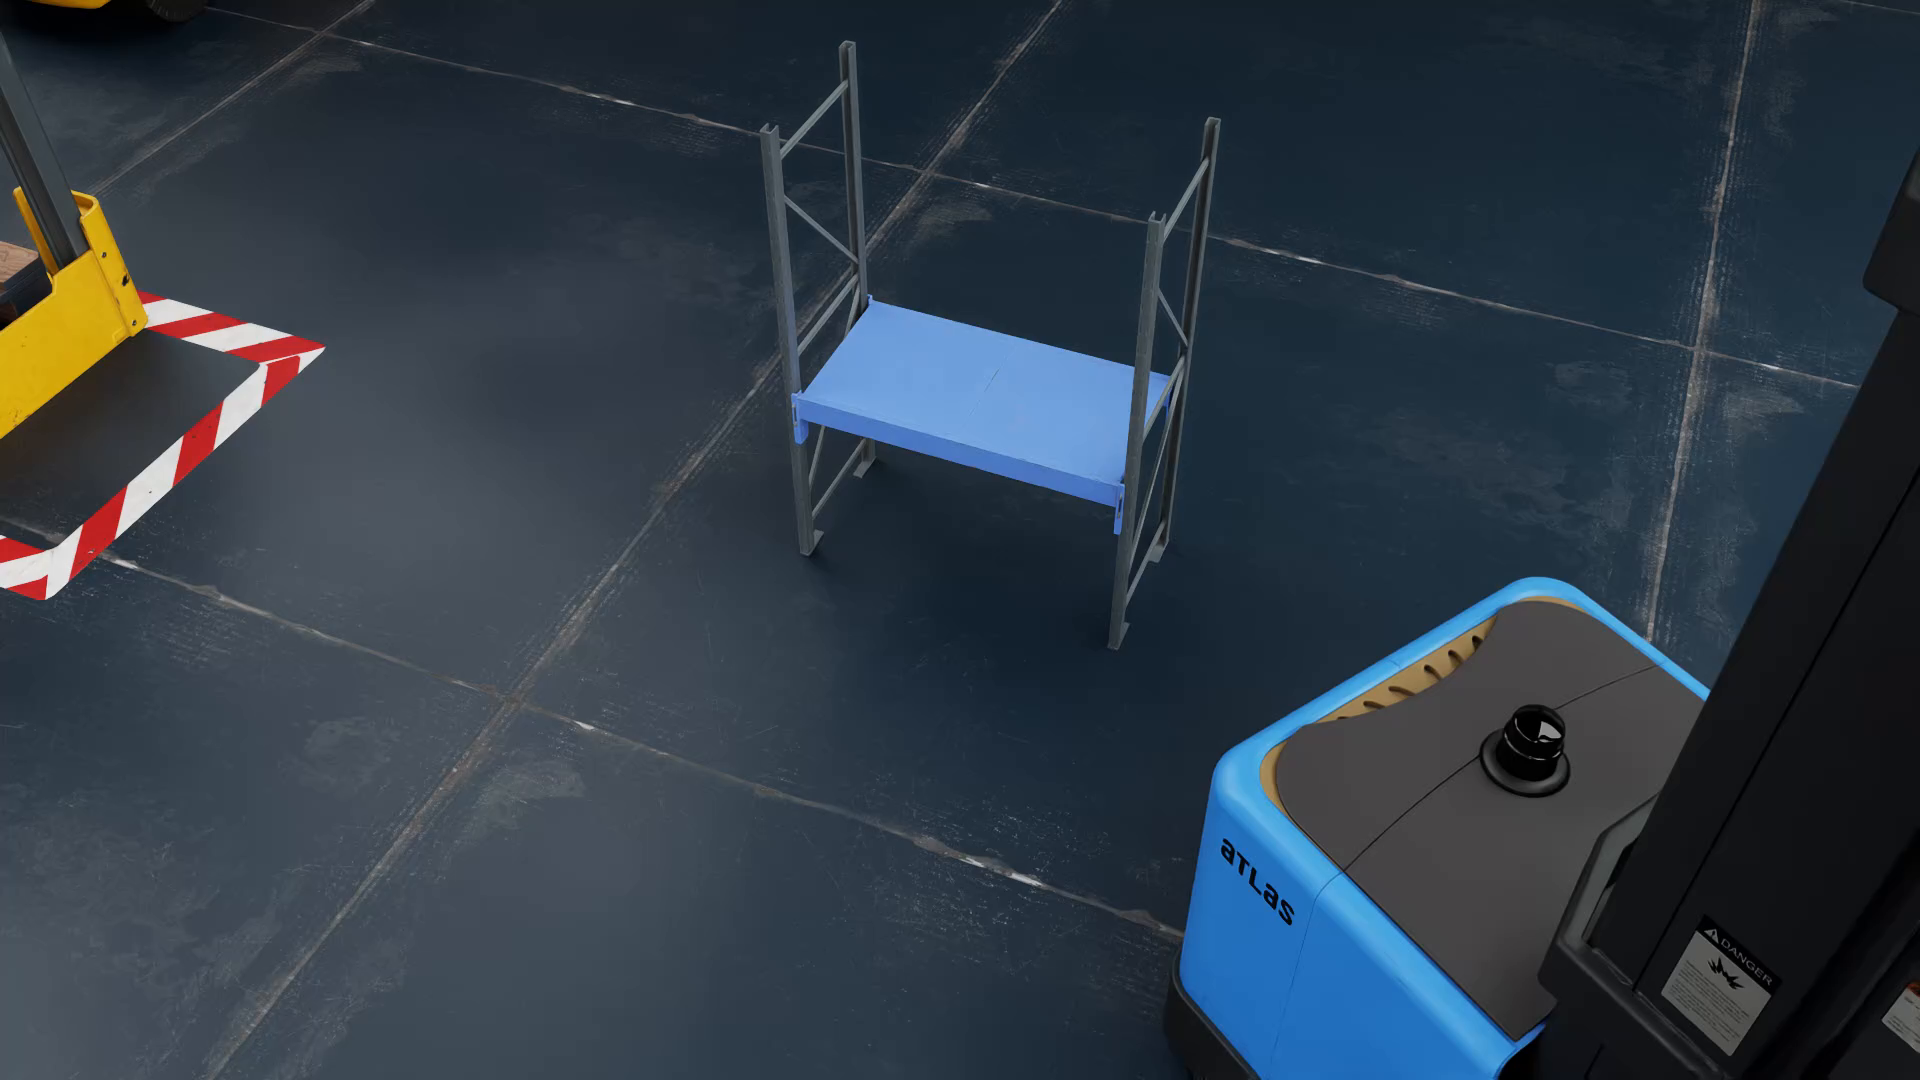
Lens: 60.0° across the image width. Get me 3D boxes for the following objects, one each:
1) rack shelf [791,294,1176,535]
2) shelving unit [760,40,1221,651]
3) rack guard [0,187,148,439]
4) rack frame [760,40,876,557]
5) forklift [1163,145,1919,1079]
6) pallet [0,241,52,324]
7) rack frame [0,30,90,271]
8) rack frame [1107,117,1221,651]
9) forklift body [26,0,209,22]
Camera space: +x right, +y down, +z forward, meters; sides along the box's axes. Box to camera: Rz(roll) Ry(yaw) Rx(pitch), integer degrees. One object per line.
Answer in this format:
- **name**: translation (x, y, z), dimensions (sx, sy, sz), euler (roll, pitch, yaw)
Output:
- **rack shelf**: translation (0.079, -0.381, 4.825), dimensions (1.000, 0.185, 0.538), euler (16, 47, 16)
- **shelving unit**: translation (0.079, -0.508, 4.698), dimensions (1.048, 1.500, 0.538), euler (16, 47, 16)
- **rack guard**: translation (-3.316, -0.656, 5.555), dimensions (0.348, 0.500, 1.175), euler (16, 47, 16)
- **rack frame**: translation (-0.390, -0.647, 4.836), dimensions (0.032, 1.500, 0.500), euler (16, 47, 16)
- **forklift**: translation (1.732, 0.828, 2.339), dimensions (1.130, 2.935, 3.031), euler (-26, 50, -24)
- **pallet**: translation (-4.052, -0.797, 5.901), dimensions (1.213, 0.211, 1.003), euler (16, 47, 16)
- **rack frame**: translation (-3.246, -1.521, 4.652), dimensions (0.127, 3.000, 1.000), euler (16, 47, 16)
- **rack frame**: translation (0.548, -0.370, 4.559), dimensions (0.032, 1.500, 0.500), euler (16, 47, 16)
- **forklift body**: translation (-3.790, -3.780, 7.524), dimensions (1.214, 2.155, 2.313), euler (16, 47, 16)
